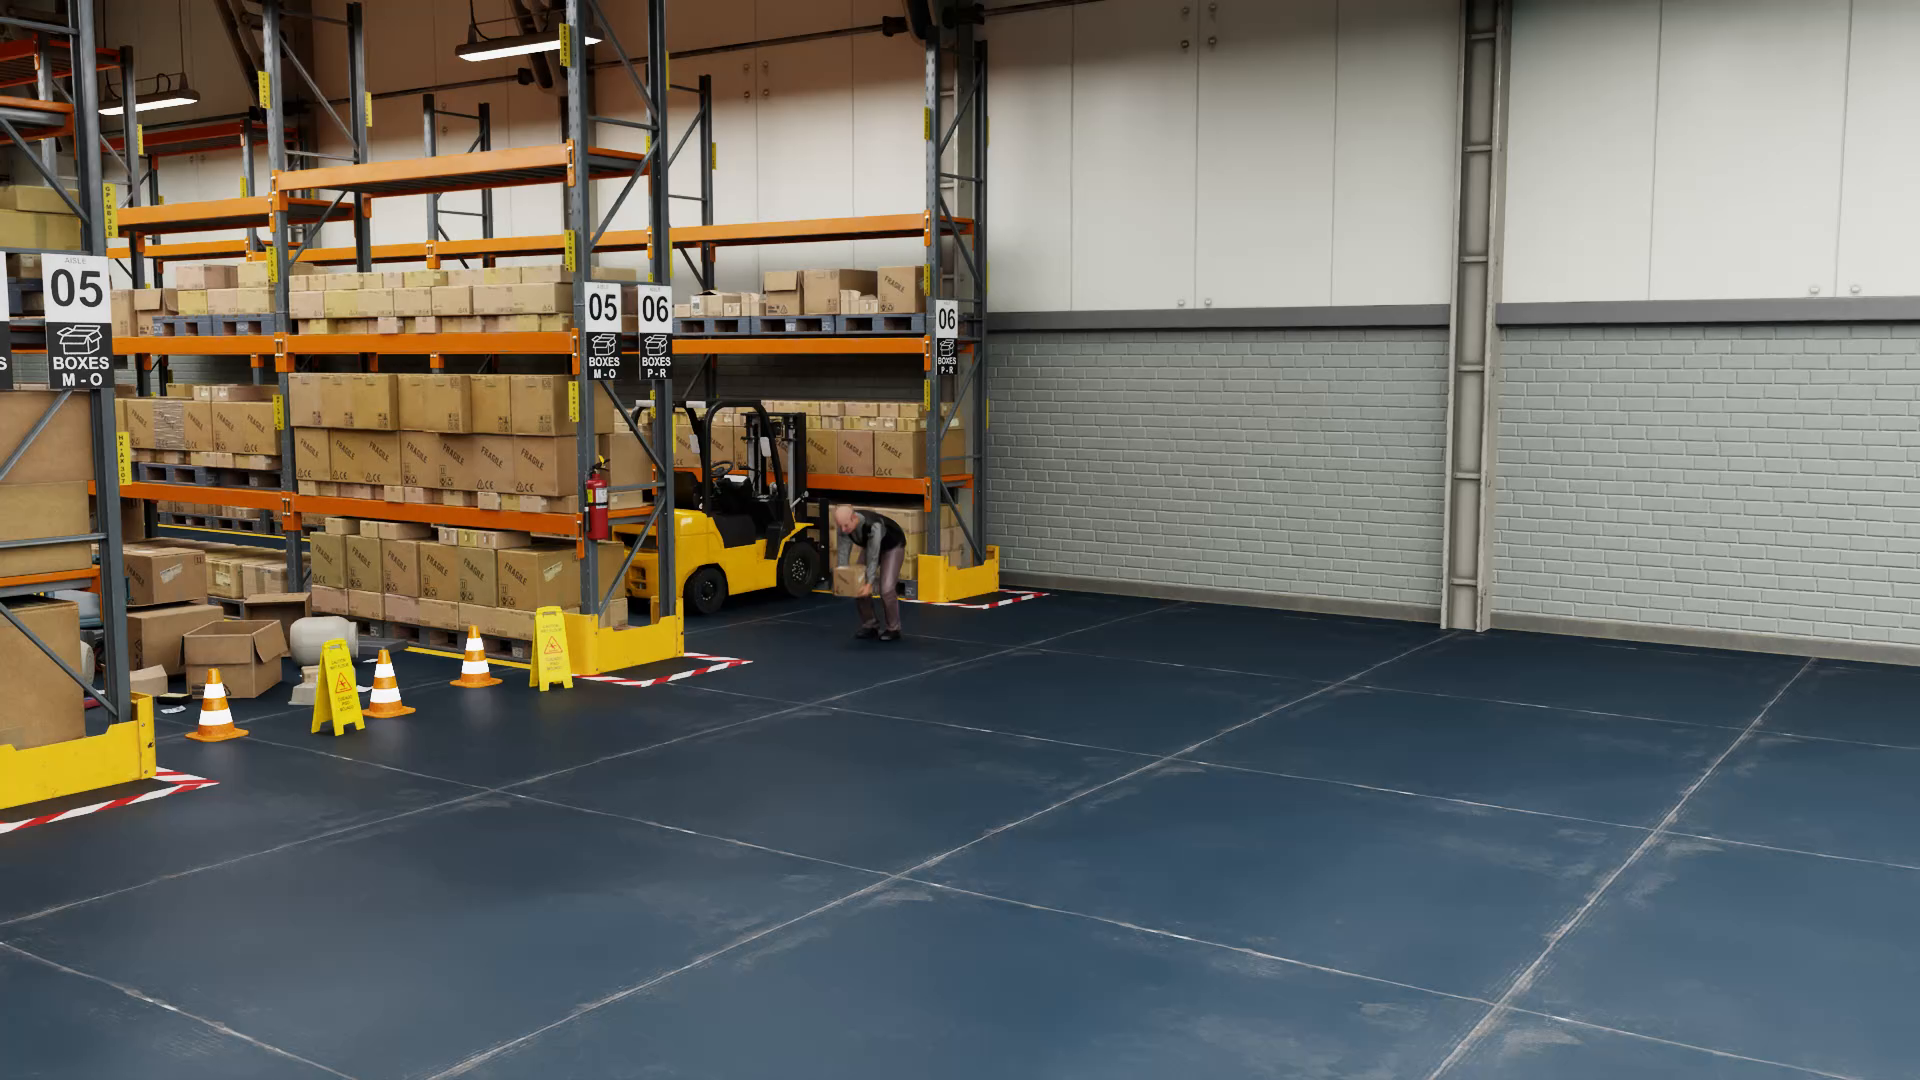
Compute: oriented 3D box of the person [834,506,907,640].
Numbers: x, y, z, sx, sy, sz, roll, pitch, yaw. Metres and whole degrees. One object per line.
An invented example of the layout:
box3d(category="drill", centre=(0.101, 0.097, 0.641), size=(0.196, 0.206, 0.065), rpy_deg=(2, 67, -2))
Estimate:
box3d(category="person", centre=(-0.854, 0.296, 15.235), size=(0.475, 1.276, 0.908), rpy_deg=(4, 7, 32))
